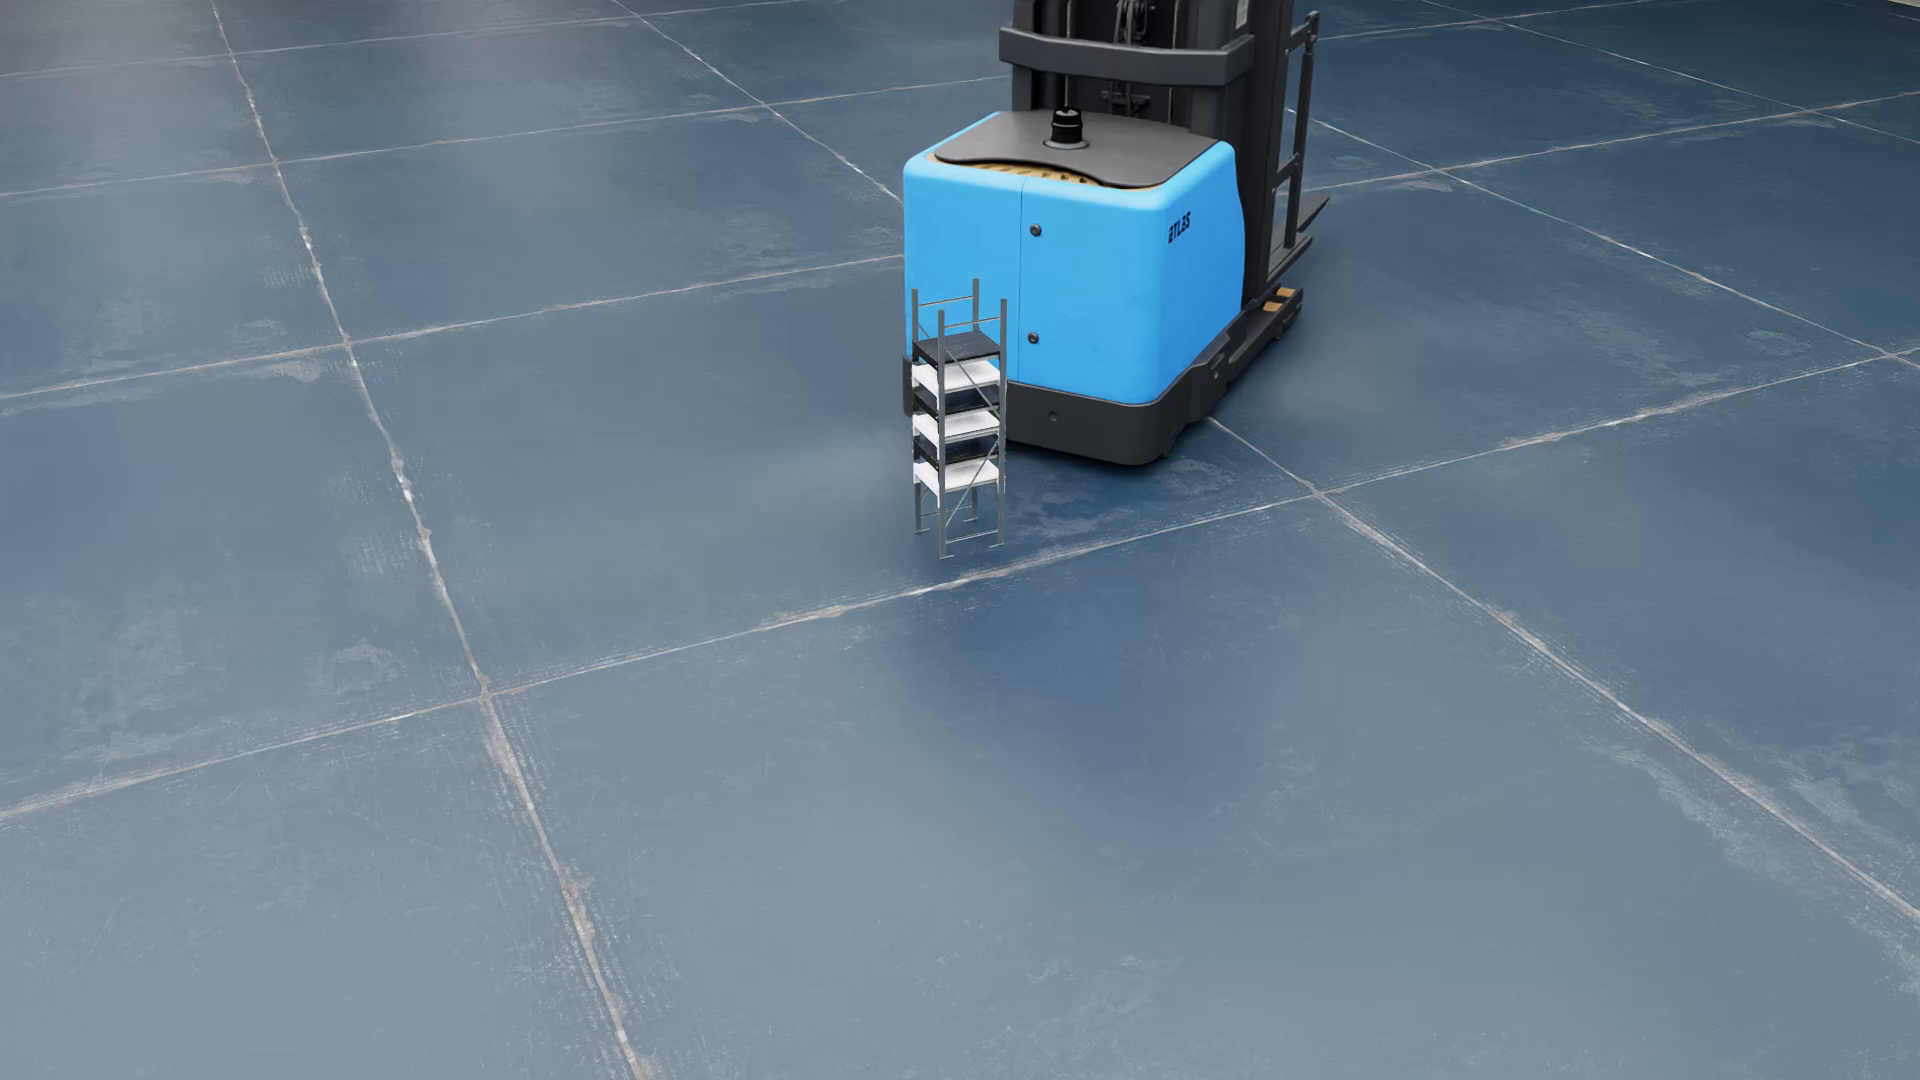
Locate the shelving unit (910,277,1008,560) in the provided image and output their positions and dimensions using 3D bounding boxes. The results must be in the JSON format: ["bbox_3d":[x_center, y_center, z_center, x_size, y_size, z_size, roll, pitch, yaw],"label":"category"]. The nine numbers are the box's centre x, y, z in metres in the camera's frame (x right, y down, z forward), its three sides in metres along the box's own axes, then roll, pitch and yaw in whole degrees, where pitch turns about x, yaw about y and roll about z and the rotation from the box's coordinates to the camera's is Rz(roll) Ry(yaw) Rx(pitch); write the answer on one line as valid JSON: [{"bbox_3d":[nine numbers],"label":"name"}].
[{"bbox_3d":[-0.003,-0.396,5.536,0.258,0.900,0.210,-13,32,-22],"label":"shelving unit"}]

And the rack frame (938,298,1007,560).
[{"bbox_3d":[0.040,-0.351,5.456,0.240,0.900,0.006,-13,32,-22],"label":"rack frame"}]

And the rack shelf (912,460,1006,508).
[{"bbox_3d":[-0.003,-0.210,5.641,0.258,0.077,0.200,-13,32,-22],"label":"rack shelf"}]

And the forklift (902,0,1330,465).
[{"bbox_3d":[0.889,-2.248,6.762,1.130,2.935,3.031,14,32,23],"label":"forklift"}]

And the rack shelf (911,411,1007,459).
[{"bbox_3d":[-0.003,-0.367,5.553,0.258,0.077,0.200,-13,32,-22],"label":"rack shelf"}]

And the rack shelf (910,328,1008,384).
[{"bbox_3d":[-0.003,-0.603,5.421,0.258,0.077,0.200,-13,32,-22],"label":"rack shelf"}]

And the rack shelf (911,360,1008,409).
[{"bbox_3d":[-0.003,-0.524,5.465,0.258,0.077,0.200,-13,32,-22],"label":"rack shelf"}]

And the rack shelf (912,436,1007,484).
[{"bbox_3d":[-0.003,-0.289,5.597,0.258,0.077,0.200,-13,32,-22],"label":"rack shelf"}]

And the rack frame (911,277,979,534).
[{"bbox_3d":[-0.047,-0.441,5.616,0.240,0.900,0.006,-13,32,-22],"label":"rack frame"}]

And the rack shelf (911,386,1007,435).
[{"bbox_3d":[-0.003,-0.446,5.509,0.258,0.077,0.200,-13,32,-22],"label":"rack shelf"}]
